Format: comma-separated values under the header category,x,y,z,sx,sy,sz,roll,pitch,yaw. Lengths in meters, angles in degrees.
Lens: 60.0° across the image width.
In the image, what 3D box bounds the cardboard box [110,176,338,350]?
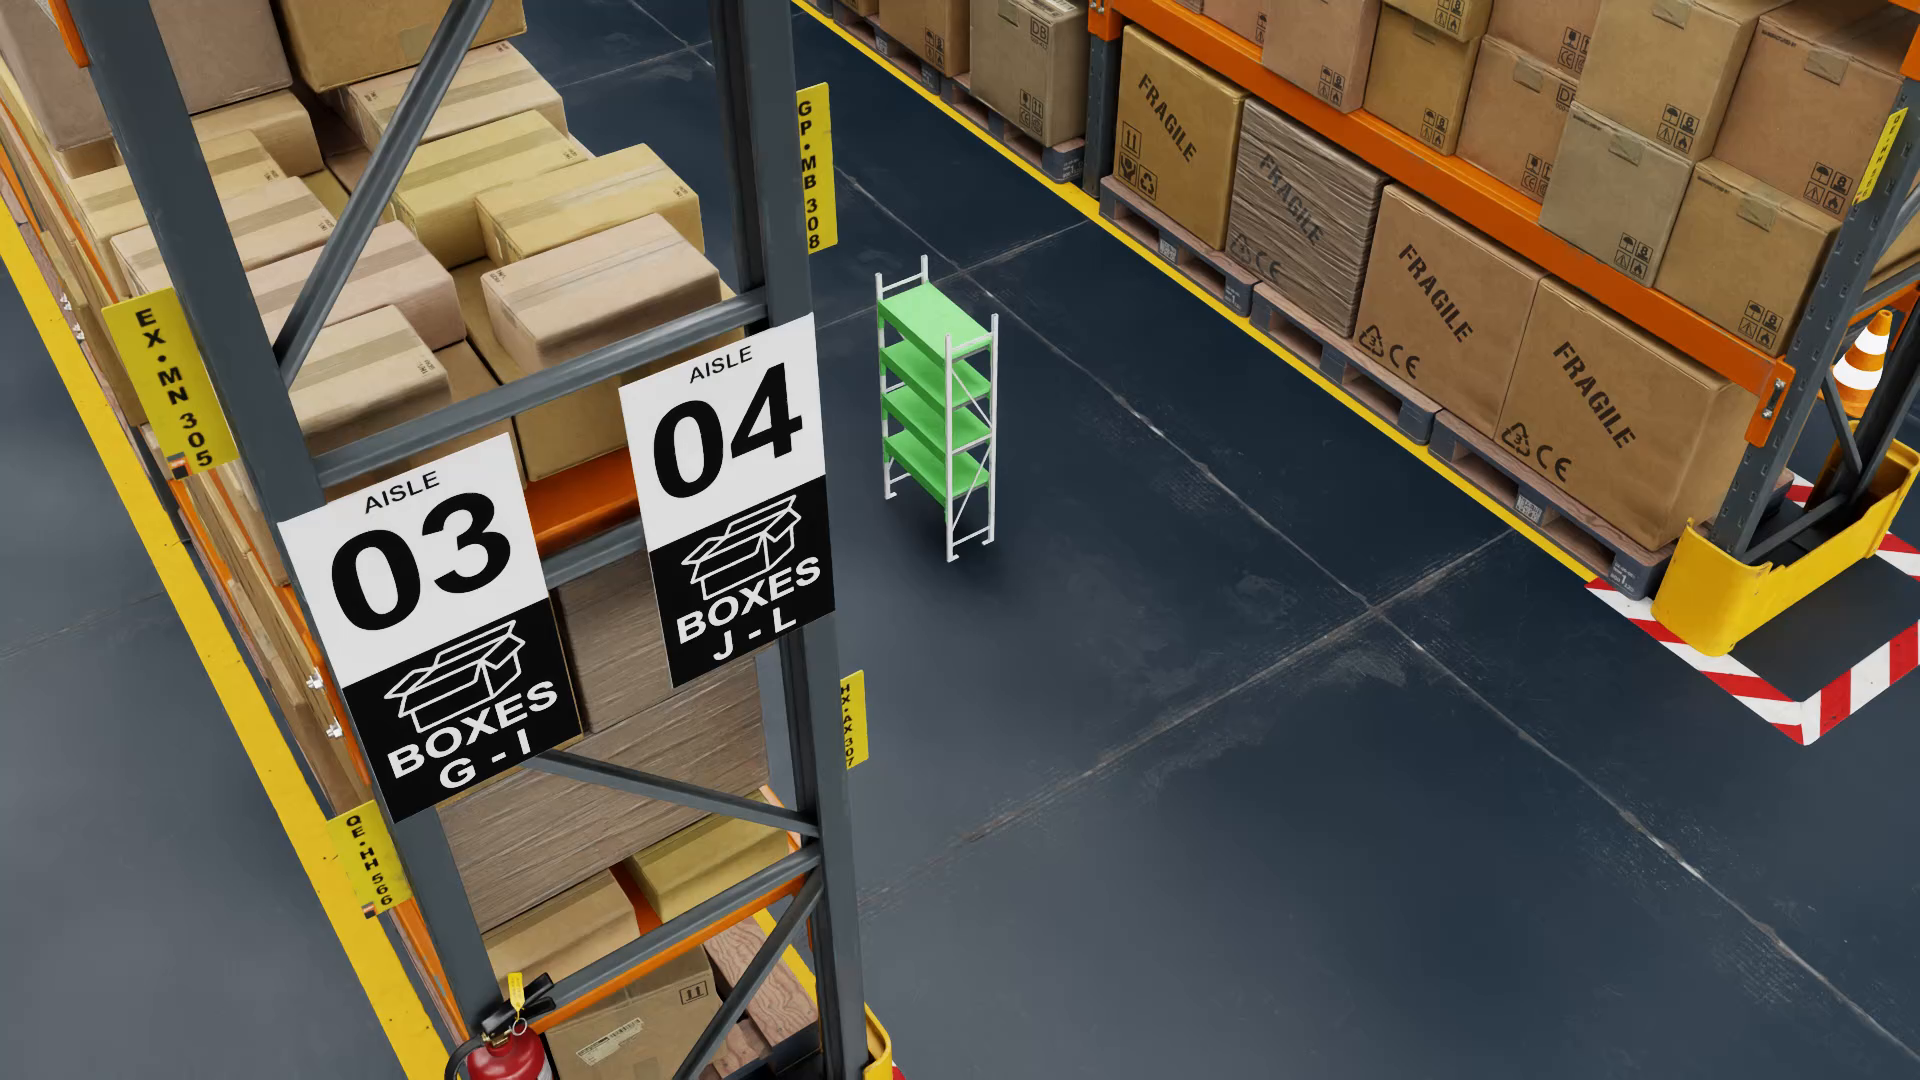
category,x,y,z,sx,sy,sz,roll,pitch,yaw
cardboard box,-1.427,-0.546,3.288,0.380,0.149,0.250,-28,50,-26

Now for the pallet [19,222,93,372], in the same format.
category,x,y,z,sx,sy,sz,roll,pitch,yaw
pallet,-4.150,-1.421,8.576,1.003,0.211,1.213,-26,49,-24

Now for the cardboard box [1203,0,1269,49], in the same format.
category,x,y,z,sx,sy,sz,roll,pitch,yaw
cardboard box,1.678,-2.747,7.837,0.875,0.550,0.550,-26,49,-24

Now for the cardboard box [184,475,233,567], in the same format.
category,x,y,z,sx,sy,sz,roll,pitch,yaw
cardboard box,-1.805,-0.316,4.388,0.500,0.500,0.500,-26,49,-24

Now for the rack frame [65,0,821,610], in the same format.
category,x,y,z,sx,sy,sz,roll,pitch,yaw
rack frame,-0.713,-1.202,1.983,1.000,3.000,0.127,-26,49,-24

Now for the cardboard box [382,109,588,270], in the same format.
category,x,y,z,sx,sy,sz,roll,pitch,yaw
cardboard box,-0.996,-0.734,3.485,0.380,0.149,0.250,-27,50,-25

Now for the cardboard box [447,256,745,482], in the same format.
category,x,y,z,sx,sy,sz,roll,pitch,yaw
cardboard box,-0.777,-0.438,3.463,0.500,0.250,0.500,-24,49,-23

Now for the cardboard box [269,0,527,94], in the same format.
category,x,y,z,sx,sy,sz,roll,pitch,yaw
cardboard box,-1.341,-1.389,3.701,0.500,0.500,0.500,-26,49,-25

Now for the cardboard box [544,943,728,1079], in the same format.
category,x,y,z,sx,sy,sz,roll,pitch,yaw
cardboard box,-1.057,1.360,5.150,0.500,0.500,0.500,-17,46,-17

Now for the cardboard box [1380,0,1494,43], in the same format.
category,x,y,z,sx,sy,sz,roll,pitch,yaw
cardboard box,2.223,-2.499,6.796,0.875,0.550,0.500,-26,49,-24

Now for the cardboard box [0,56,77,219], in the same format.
category,x,y,z,sx,sy,sz,roll,pitch,yaw
cardboard box,-2.064,-1.093,4.150,0.500,0.250,0.500,-27,50,-25

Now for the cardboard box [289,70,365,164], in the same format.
category,x,y,z,sx,sy,sz,roll,pitch,yaw
cardboard box,-1.357,-1.009,4.062,0.500,0.250,0.500,-26,49,-25

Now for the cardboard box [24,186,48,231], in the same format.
category,x,y,z,sx,sy,sz,roll,pitch,yaw
cardboard box,-2.795,-1.162,5.998,0.875,0.500,0.500,-26,49,-24

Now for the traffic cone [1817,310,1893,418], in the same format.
category,x,y,z,sx,sy,sz,roll,pitch,yaw
traffic cone,4.274,-0.878,7.826,0.336,0.463,0.334,-26,49,-24

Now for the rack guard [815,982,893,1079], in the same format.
category,x,y,z,sx,sy,sz,roll,pitch,yaw
rack guard,-0.757,1.829,4.963,1.175,0.500,0.348,-26,49,-24

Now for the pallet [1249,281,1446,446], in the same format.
category,x,y,z,sx,sy,sz,roll,pitch,yaw
pallet,2.197,-1.038,8.175,1.003,0.211,1.213,-26,49,-24

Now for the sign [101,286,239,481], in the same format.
category,x,y,z,sx,sy,sz,roll,pitch,yaw
sign,-1.180,-0.229,2.495,0.100,0.325,0.005,-26,49,-24

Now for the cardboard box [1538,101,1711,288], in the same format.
category,x,y,z,sx,sy,sz,roll,pitch,yaw
cardboard box,2.831,-1.483,6.514,0.875,0.550,0.550,-26,49,-24

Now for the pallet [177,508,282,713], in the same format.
category,x,y,z,sx,sy,sz,roll,pitch,yaw
pallet,-2.588,0.078,7.007,1.003,0.211,1.213,-26,49,-24

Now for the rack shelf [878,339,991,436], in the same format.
category,x,y,z,sx,sy,sz,roll,pitch,yaw
rack shelf,-0.095,-0.655,6.803,0.258,0.148,0.480,-26,49,-24

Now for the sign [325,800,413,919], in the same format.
category,x,y,z,sx,sy,sz,roll,pitch,yaw
sign,-1.180,0.643,3.328,0.100,0.325,0.005,-26,49,-24

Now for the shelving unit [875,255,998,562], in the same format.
category,x,y,z,sx,sy,sz,roll,pitch,yaw
shelving unit,-0.095,-0.528,6.925,0.258,1.200,0.503,-26,49,-24

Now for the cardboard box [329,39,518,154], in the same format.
category,x,y,z,sx,sy,sz,roll,pitch,yaw
cardboard box,-1.229,-1.055,3.822,0.380,0.149,0.250,-26,49,-25

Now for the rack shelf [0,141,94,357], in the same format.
category,x,y,z,sx,sy,sz,roll,pitch,yaw
rack shelf,-4.146,-2.170,7.863,1.077,0.370,4.000,-26,49,-24

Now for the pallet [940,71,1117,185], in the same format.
category,x,y,z,sx,sy,sz,roll,pitch,yaw
pallet,0.621,-2.598,9.810,1.003,0.211,1.213,-26,49,-24

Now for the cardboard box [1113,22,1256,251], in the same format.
category,x,y,z,sx,sy,sz,roll,pitch,yaw
cardboard box,1.427,-2.199,8.607,0.875,0.875,0.875,-25,49,-24

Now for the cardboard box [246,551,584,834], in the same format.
category,x,y,z,sx,sy,sz,roll,pitch,yaw
cardboard box,-1.231,0.249,3.796,0.500,0.500,0.500,-26,49,-24

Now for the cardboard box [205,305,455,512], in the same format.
category,x,y,z,sx,sy,sz,roll,pitch,yaw
cardboard box,-1.128,-0.241,2.969,0.380,0.149,0.250,-26,49,-24

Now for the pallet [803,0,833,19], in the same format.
category,x,y,z,sx,sy,sz,roll,pitch,yaw
pallet,-0.775,-3.980,11.257,1.003,0.211,1.213,-26,49,-24

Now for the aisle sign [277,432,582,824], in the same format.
category,x,y,z,sx,sy,sz,roll,pitch,yaw
aisle sign,-0.924,0.181,2.996,0.394,0.787,0.004,-26,49,-24

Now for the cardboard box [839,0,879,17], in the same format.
category,x,y,z,sx,sy,sz,roll,pitch,yaw
cardboard box,-0.386,-3.929,10.509,1.050,0.750,0.750,-25,49,-24

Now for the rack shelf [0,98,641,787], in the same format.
category,x,y,z,sx,sy,sz,roll,pitch,yaw
rack shelf,-1.857,-0.989,4.454,1.077,0.370,4.000,-26,49,-24

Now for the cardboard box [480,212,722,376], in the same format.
category,x,y,z,sx,sy,sz,roll,pitch,yaw
cardboard box,-0.681,-0.454,3.192,0.380,0.149,0.250,-26,49,-25

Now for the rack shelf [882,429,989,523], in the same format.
category,x,y,z,sx,sy,sz,roll,pitch,yaw
rack shelf,-0.095,-0.308,7.135,0.258,0.148,0.480,-26,49,-24

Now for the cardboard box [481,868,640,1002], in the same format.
category,x,y,z,sx,sy,sz,roll,pitch,yaw
cardboard box,-1.046,0.979,4.225,0.380,0.149,0.250,-26,49,-24

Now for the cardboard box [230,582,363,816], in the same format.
category,x,y,z,sx,sy,sz,roll,pitch,yaw
cardboard box,-1.390,0.266,4.502,0.875,0.500,0.500,-26,49,-24

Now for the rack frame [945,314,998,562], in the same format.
category,x,y,z,sx,sy,sz,roll,pitch,yaw
rack frame,0.045,-0.390,6.780,0.240,1.200,0.015,-26,49,-24

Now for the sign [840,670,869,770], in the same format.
category,x,y,z,sx,sy,sz,roll,pitch,yaw
sign,-0.268,0.441,3.980,0.100,0.325,0.005,-26,49,-24

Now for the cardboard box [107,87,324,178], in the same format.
category,x,y,z,sx,sy,sz,roll,pitch,yaw
cardboard box,-1.630,-0.868,3.626,0.380,0.149,0.250,-25,49,-24

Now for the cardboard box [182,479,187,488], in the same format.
category,x,y,z,sx,sy,sz,roll,pitch,yaw
cardboard box,-2.390,-0.268,5.531,0.380,0.149,0.250,-26,49,-24

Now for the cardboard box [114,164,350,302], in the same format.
category,x,y,z,sx,sy,sz,roll,pitch,yaw
cardboard box,-1.485,-0.517,3.547,0.500,0.250,0.500,-25,49,-24

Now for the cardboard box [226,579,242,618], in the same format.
category,x,y,z,sx,sy,sz,roll,pitch,yaw
cardboard box,-1.990,0.171,5.071,0.380,0.149,0.250,-26,49,-24

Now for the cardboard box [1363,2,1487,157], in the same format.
category,x,y,z,sx,sy,sz,roll,pitch,yaw
cardboard box,2.276,-2.134,7.195,0.875,0.550,0.500,-26,49,-24

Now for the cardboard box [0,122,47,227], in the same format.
category,x,y,z,sx,sy,sz,roll,pitch,yaw
cardboard box,-2.953,-1.447,5.573,0.500,0.500,0.500,-26,49,-24

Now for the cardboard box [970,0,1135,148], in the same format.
category,x,y,z,sx,sy,sz,roll,pitch,yaw
cardboard box,0.695,-2.854,9.383,1.050,0.750,0.750,-26,49,-25

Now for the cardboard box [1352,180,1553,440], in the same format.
category,x,y,z,sx,sy,sz,roll,pitch,yaw
cardboard box,2.465,-1.173,7.532,0.875,0.875,0.875,-26,50,-25

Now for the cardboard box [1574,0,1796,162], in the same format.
category,x,y,z,sx,sy,sz,roll,pitch,yaw
cardboard box,2.842,-1.879,6.147,0.875,0.550,0.550,-26,49,-24

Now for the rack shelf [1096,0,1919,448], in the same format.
category,x,y,z,sx,sy,sz,roll,pitch,yaw
rack shelf,2.269,-1.807,7.482,1.077,0.370,4.000,-26,49,-24

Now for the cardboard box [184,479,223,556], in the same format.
category,x,y,z,sx,sy,sz,roll,pitch,yaw
cardboard box,-1.917,-0.322,5.118,0.875,0.500,0.500,-26,49,-24

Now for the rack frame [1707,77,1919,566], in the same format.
category,x,y,z,sx,sy,sz,roll,pitch,yaw
rack frame,3.413,-0.934,6.047,1.000,3.000,0.127,-26,49,-24

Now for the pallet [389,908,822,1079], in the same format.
category,x,y,z,sx,sy,sz,roll,pitch,yaw
pallet,-1.193,1.460,5.559,1.003,0.211,1.213,-26,49,-24

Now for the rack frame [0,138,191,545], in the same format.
category,x,y,z,sx,sy,sz,roll,pitch,yaw
rack frame,-3.002,-1.297,6.428,1.000,3.000,0.127,-26,49,-24

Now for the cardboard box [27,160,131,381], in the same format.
category,x,y,z,sx,sy,sz,roll,pitch,yaw
cardboard box,-2.380,-0.882,4.980,0.500,0.500,0.500,-26,49,-24
